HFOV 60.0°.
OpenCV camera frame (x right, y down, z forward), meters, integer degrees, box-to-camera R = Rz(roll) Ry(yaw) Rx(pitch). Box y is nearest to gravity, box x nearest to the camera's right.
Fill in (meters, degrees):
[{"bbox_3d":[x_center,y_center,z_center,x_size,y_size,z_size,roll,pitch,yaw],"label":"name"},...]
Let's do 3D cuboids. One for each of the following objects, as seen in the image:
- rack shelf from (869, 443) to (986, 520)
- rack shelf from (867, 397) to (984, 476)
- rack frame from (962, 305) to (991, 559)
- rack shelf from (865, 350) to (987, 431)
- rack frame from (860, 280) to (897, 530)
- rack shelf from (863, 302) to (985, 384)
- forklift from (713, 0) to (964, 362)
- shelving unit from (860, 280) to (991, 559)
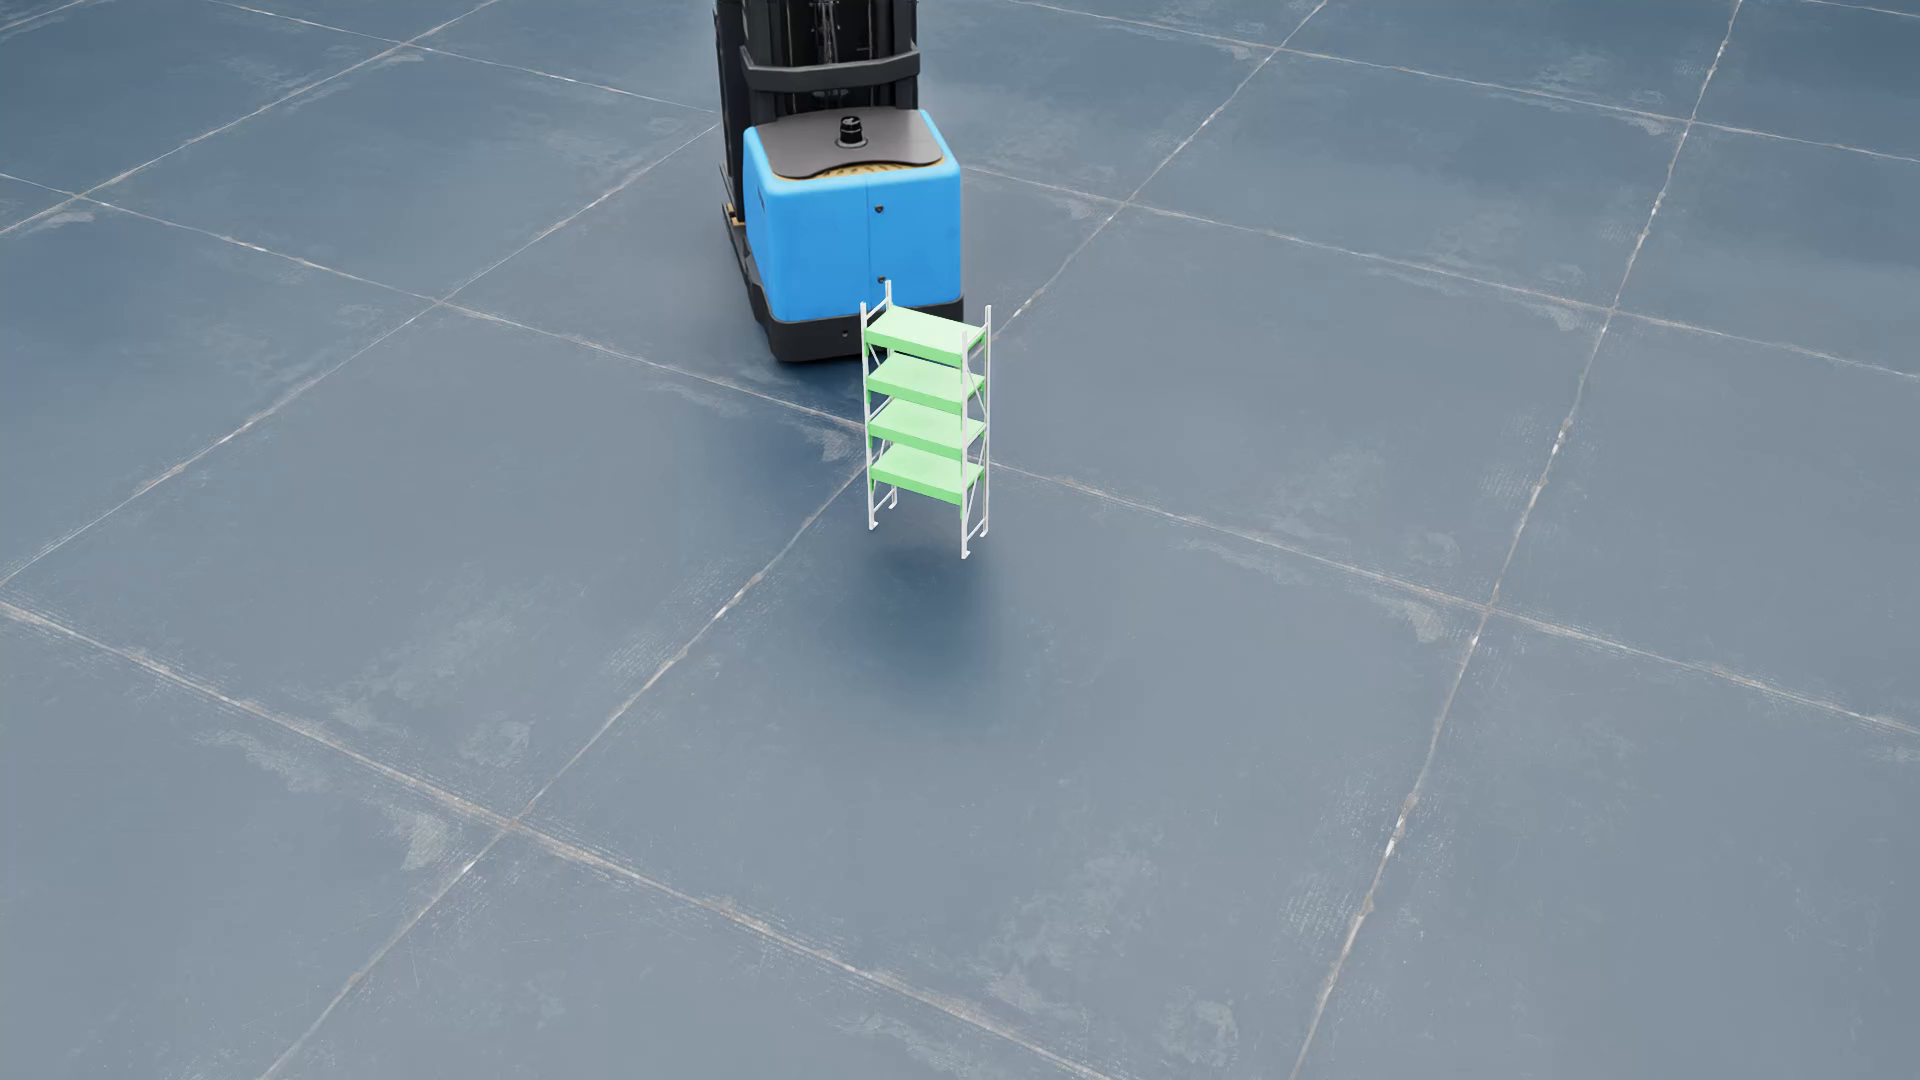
[{"bbox_3d":[-0.147,-0.282,7.632,0.480,0.148,0.258,17,41,21],"label":"rack shelf"},{"bbox_3d":[-0.147,-0.473,7.487,0.480,0.148,0.258,17,41,21],"label":"rack shelf"},{"bbox_3d":[0.070,-0.456,7.358,0.015,1.200,0.240,17,41,21],"label":"rack frame"},{"bbox_3d":[-0.147,-0.664,7.341,0.480,0.148,0.258,17,41,21],"label":"rack shelf"},{"bbox_3d":[-0.364,-0.592,7.537,0.015,1.200,0.240,17,41,21],"label":"rack frame"},{"bbox_3d":[-0.147,-0.855,7.196,0.480,0.148,0.258,17,41,21],"label":"rack shelf"},{"bbox_3d":[-0.840,-3.012,9.293,1.130,2.935,3.031,-9,38,-11],"label":"forklift"},{"bbox_3d":[-0.147,-0.524,7.448,0.503,1.200,0.258,17,41,21],"label":"shelving unit"}]
